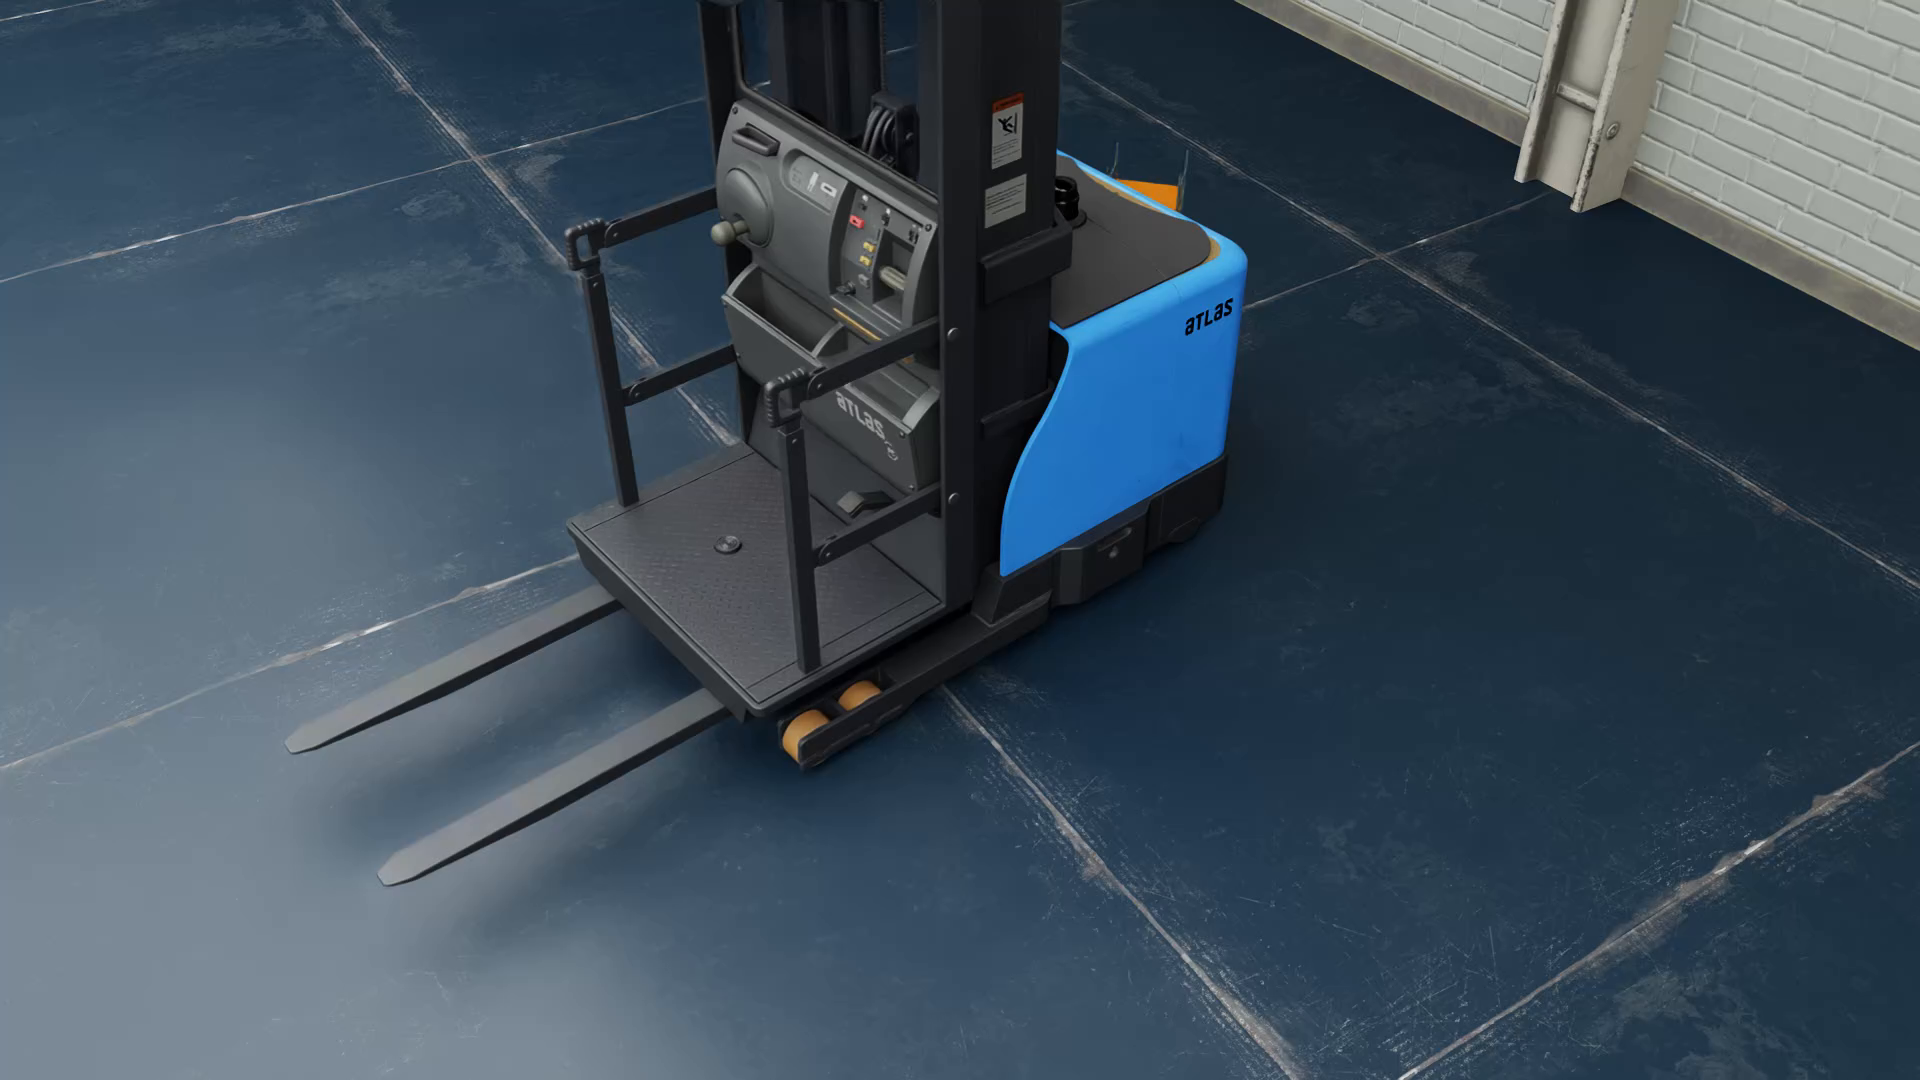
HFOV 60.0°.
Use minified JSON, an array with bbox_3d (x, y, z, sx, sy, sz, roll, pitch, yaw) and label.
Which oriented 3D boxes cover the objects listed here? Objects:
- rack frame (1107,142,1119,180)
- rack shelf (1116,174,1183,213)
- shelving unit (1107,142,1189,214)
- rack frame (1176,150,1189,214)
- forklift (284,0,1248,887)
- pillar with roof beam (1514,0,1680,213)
[{"bbox_3d":[0.521,-0.914,6.025,0.008,1.050,0.200,9,41,10],"label":"rack frame"},{"bbox_3d":[0.641,-1.105,5.829,0.240,0.259,0.215,9,41,10],"label":"rack shelf"},{"bbox_3d":[0.640,-0.895,6.004,0.252,1.050,0.215,9,41,10],"label":"shelving unit"},{"bbox_3d":[0.758,-0.877,5.982,0.008,1.050,0.200,9,41,10],"label":"rack frame"},{"bbox_3d":[-0.543,-0.837,4.465,3.031,2.935,1.130,-28,47,-29],"label":"forklift"},{"bbox_3d":[-0.806,-3.614,3.057,9.100,9.000,0.400,-22,45,-24],"label":"pillar with roof beam"}]
